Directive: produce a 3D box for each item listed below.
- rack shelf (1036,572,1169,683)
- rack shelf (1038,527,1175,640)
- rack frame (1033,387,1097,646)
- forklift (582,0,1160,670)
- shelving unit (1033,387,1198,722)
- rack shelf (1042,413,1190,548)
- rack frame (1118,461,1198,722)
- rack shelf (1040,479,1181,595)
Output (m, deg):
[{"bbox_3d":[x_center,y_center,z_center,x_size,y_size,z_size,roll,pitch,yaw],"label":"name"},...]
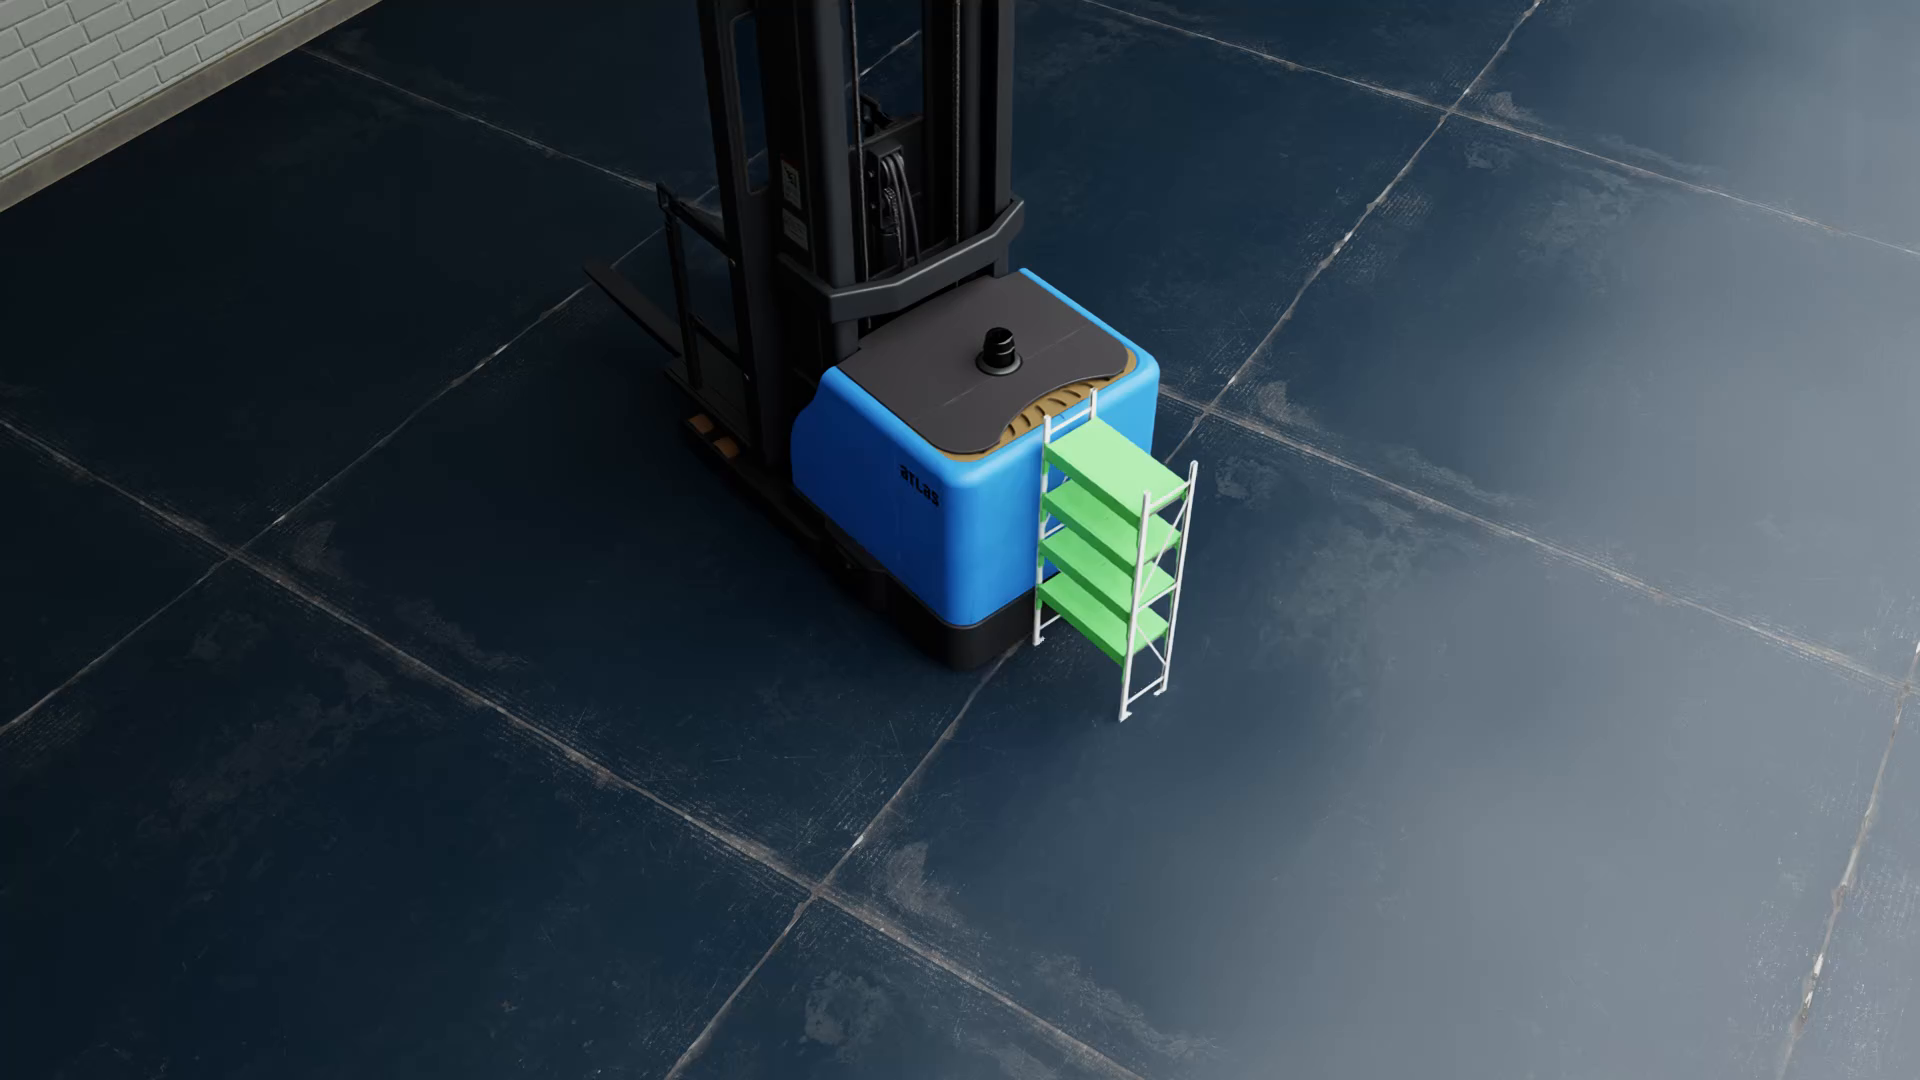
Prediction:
[{"bbox_3d":[0.540,0.289,6.278,0.258,0.148,0.480,-31,53,-27],"label":"rack shelf"},{"bbox_3d":[0.540,0.122,6.106,0.258,0.148,0.480,-31,53,-27],"label":"rack shelf"},{"bbox_3d":[0.383,-0.056,6.190,0.240,1.200,0.015,-31,53,-27],"label":"rack frame"},{"bbox_3d":[-0.578,-1.514,6.399,1.130,2.935,3.031,-31,53,-27],"label":"forklift"},{"bbox_3d":[0.540,0.077,6.060,0.258,1.200,0.503,-31,53,-27],"label":"shelving unit"},{"bbox_3d":[0.540,-0.213,5.762,0.258,0.148,0.480,-31,53,-27],"label":"rack shelf"},{"bbox_3d":[0.698,0.211,5.930,0.240,1.200,0.015,-31,53,-27],"label":"rack frame"},{"bbox_3d":[0.540,-0.045,5.934,0.258,0.148,0.480,-31,53,-27],"label":"rack shelf"}]
